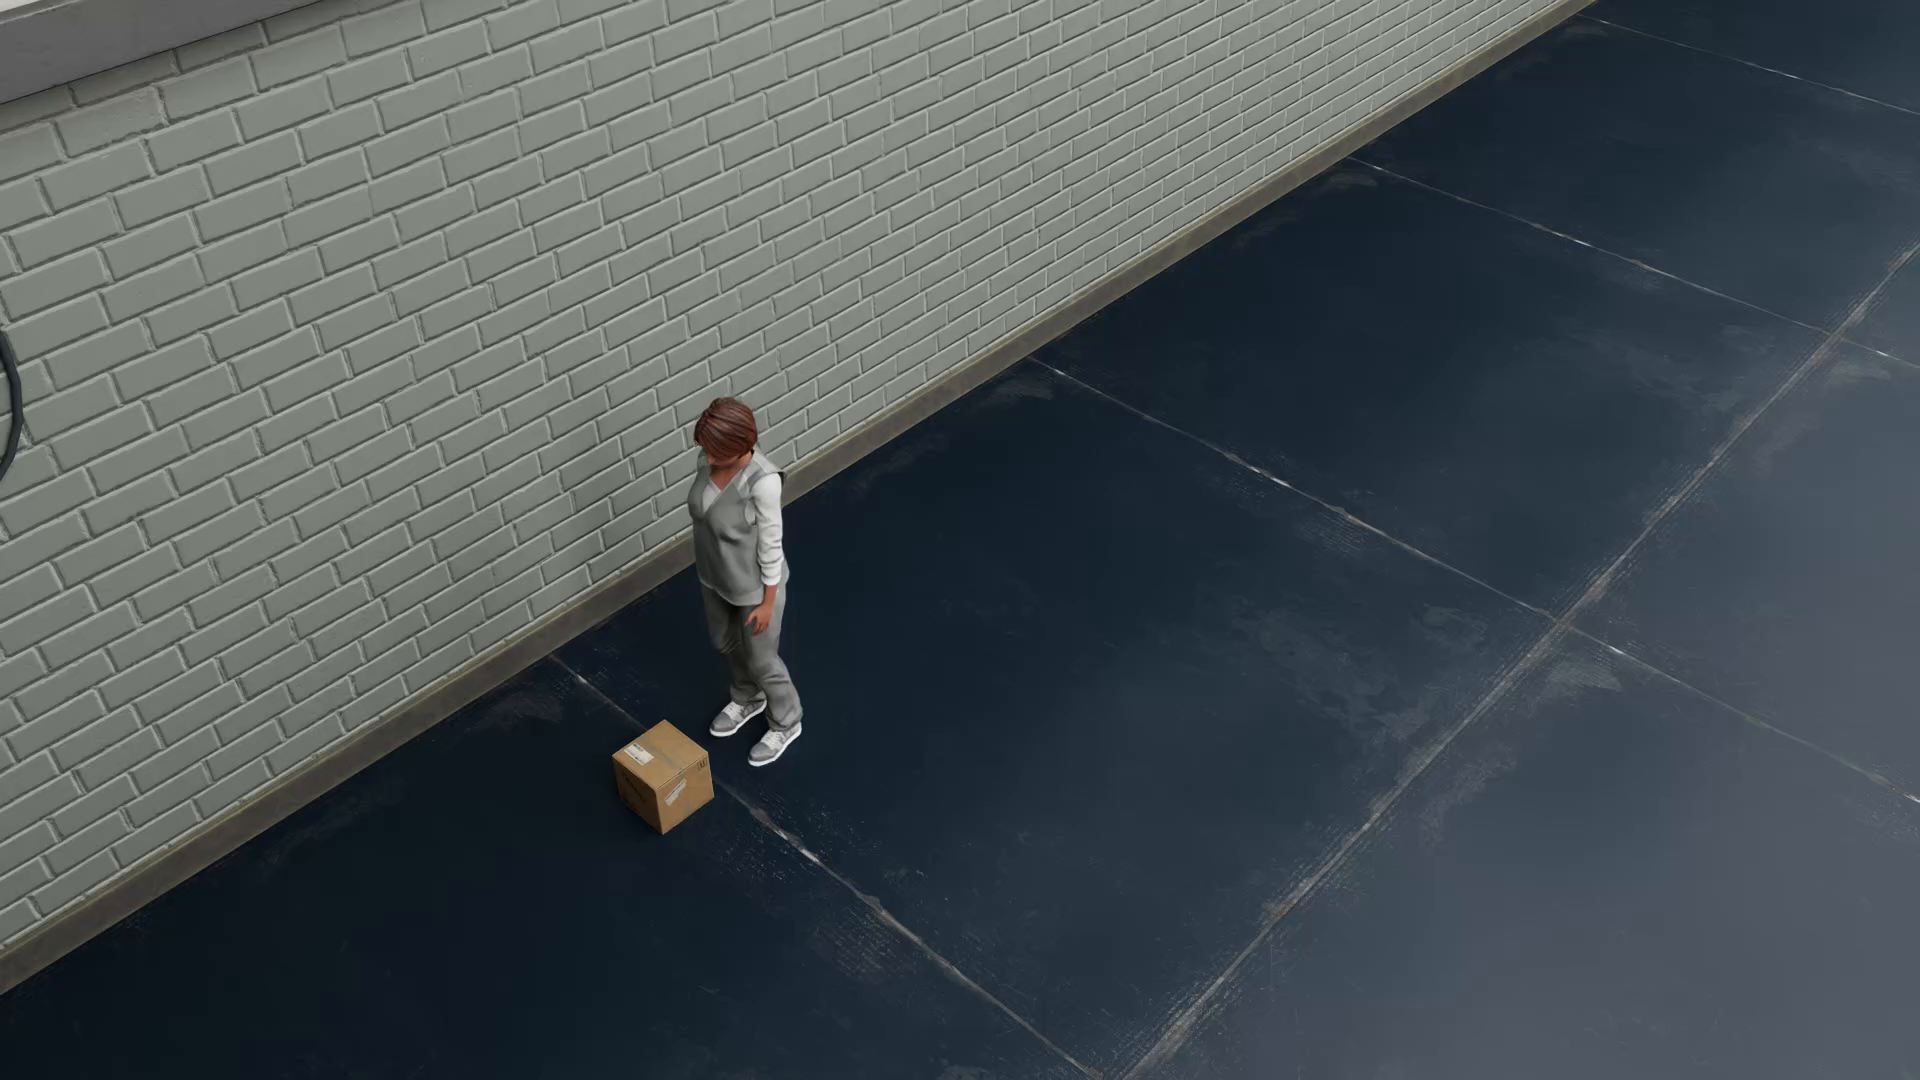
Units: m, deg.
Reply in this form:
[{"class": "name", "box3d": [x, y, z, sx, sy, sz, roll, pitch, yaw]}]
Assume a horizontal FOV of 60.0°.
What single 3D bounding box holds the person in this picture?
[{"class": "person", "box3d": [-0.768, 0.158, 5.993, 0.407, 1.588, 0.299, 31, 49, 32]}]
